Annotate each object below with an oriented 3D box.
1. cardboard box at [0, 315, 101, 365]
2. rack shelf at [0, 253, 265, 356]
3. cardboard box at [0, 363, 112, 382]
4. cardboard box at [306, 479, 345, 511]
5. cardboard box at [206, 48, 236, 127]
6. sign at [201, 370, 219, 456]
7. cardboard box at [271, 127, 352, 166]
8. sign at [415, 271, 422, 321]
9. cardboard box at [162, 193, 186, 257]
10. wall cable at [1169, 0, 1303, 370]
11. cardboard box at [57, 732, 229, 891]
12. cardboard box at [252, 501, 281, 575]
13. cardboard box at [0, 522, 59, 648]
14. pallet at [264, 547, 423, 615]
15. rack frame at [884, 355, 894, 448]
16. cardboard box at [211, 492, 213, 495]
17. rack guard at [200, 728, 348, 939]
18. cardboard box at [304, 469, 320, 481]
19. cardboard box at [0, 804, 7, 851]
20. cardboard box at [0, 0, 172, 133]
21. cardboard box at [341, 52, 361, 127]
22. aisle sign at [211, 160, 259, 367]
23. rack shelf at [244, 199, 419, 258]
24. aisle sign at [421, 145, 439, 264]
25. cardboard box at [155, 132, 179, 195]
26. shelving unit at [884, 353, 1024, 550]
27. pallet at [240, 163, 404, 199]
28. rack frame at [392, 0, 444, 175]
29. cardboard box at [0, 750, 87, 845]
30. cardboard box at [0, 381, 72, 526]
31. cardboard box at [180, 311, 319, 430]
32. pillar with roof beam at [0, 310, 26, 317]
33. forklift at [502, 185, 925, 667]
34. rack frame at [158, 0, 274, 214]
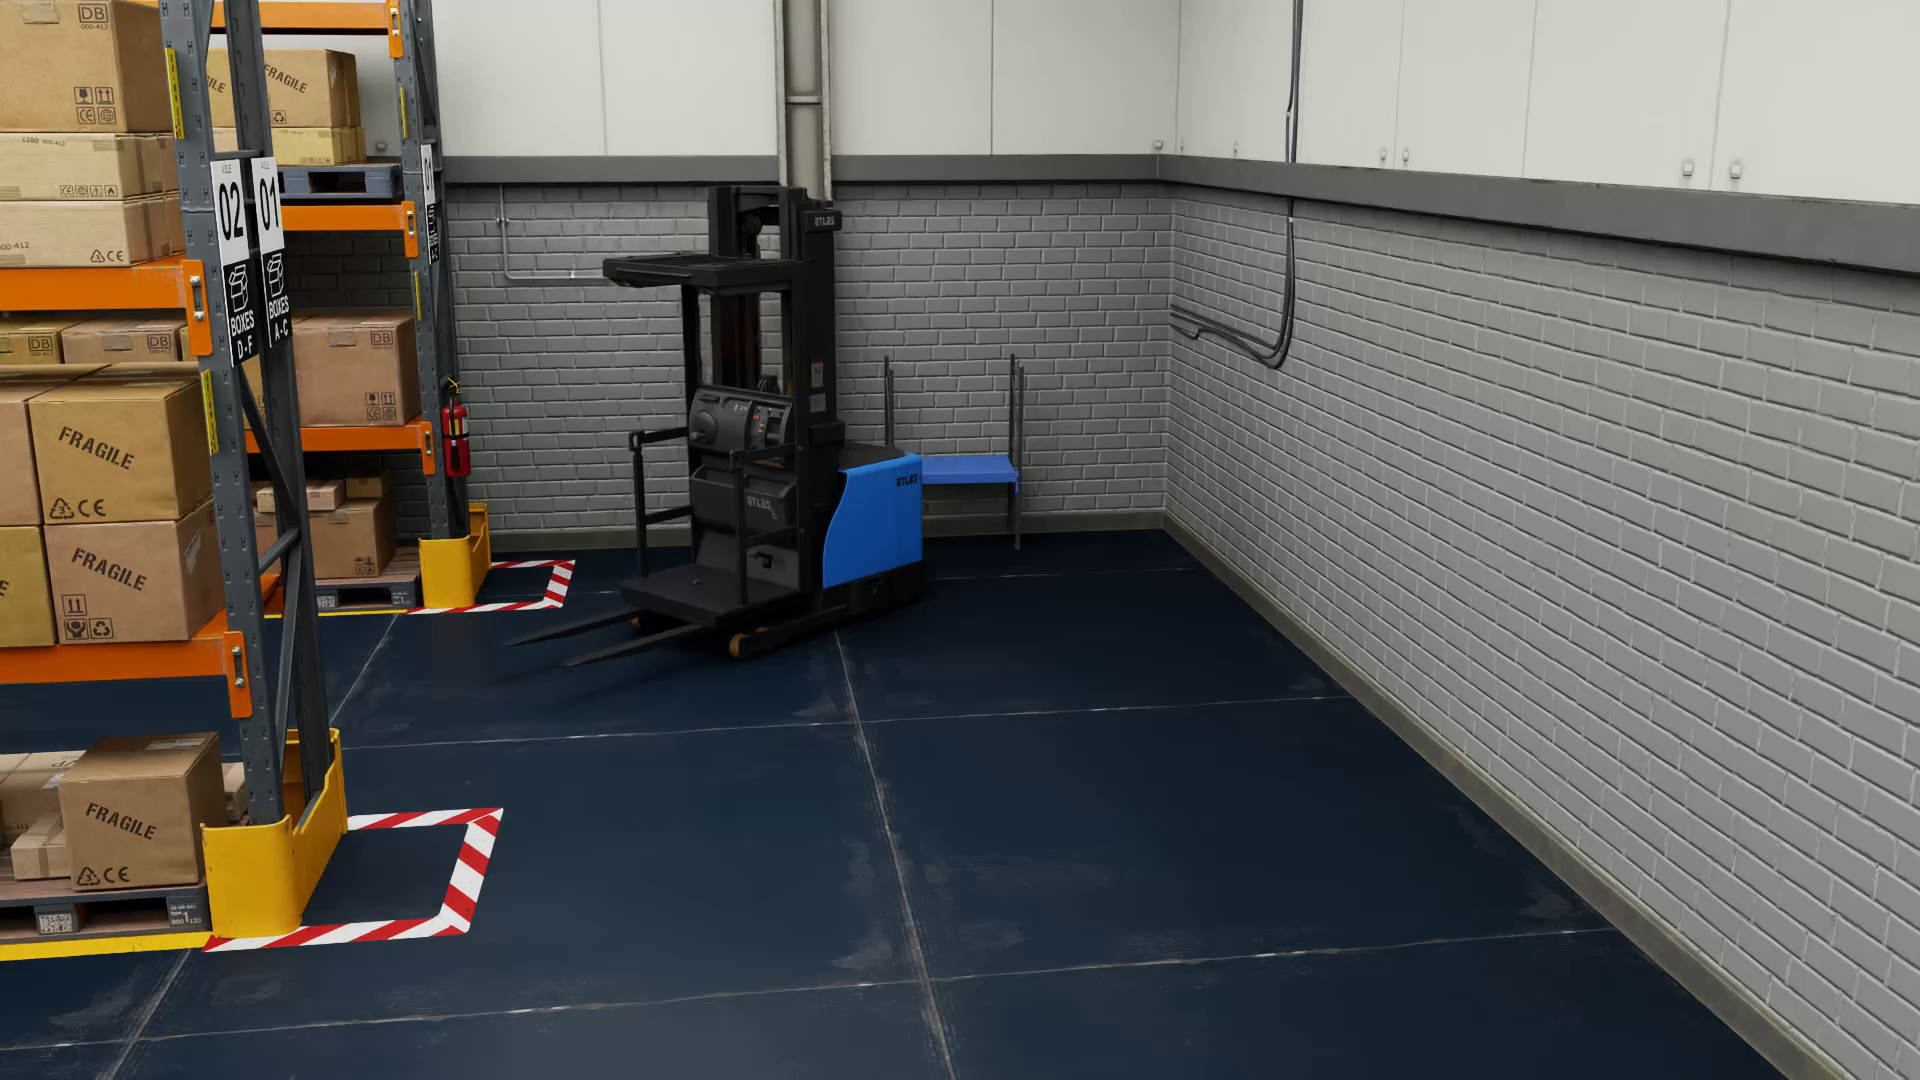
[{"bbox_3d":[-6.437,-1.152,11.531,0.700,0.700,0.980,-2,14,-10],"label":"cardboard box"},{"bbox_3d":[-4.979,-0.952,6.665,4.000,0.370,1.077,-2,14,-8],"label":"rack shelf"},{"bbox_3d":[-3.995,-0.479,7.204,0.500,0.500,0.500,-2,14,-8],"label":"cardboard box"},{"bbox_3d":[-4.520,-0.318,11.766,0.250,0.149,0.380,-2,14,-9],"label":"cardboard box"},{"bbox_3d":[-4.923,-3.001,11.052,0.500,0.500,0.500,-2,14,-7],"label":"cardboard box"},{"bbox_3d":[-2.938,-0.499,6.517,0.005,0.325,0.100,-2,14,-8],"label":"sign"},{"bbox_3d":[-4.428,-2.654,11.212,0.500,0.250,0.500,-2,14,-7],"label":"cardboard box"},{"bbox_3d":[-3.676,-1.656,11.290,0.005,0.325,0.100,-2,14,-8],"label":"sign"},{"bbox_3d":[-3.547,-1.343,7.054,0.500,0.250,0.500,-2,14,-8],"label":"cardboard box"},{"bbox_3d":[1.903,-2.633,12.105,0.112,2.526,3.097,-2,14,-8],"label":"wall cable"},{"bbox_3d":[-3.502,1.159,7.167,0.500,0.500,0.500,-2,14,-8],"label":"cardboard box"},{"bbox_3d":[-4.915,-0.034,11.966,0.500,0.500,0.700,-2,14,-8],"label":"cardboard box"},{"bbox_3d":[-3.916,0.134,6.815,0.500,0.500,0.500,-2,14,-8],"label":"cardboard box"},{"bbox_3d":[-4.522,0.290,12.131,1.213,0.211,1.003,-2,14,-8],"label":"pallet"},{"bbox_3d":[-0.565,-0.682,13.277,0.032,1.500,0.500,-2,19,-7],"label":"rack frame"},{"bbox_3d":[-3.479,-0.015,7.408,0.500,0.500,0.500,-2,14,-7],"label":"cardboard box"},{"bbox_3d":[-3.076,1.296,7.524,0.348,0.500,1.175,-2,14,-8],"label":"rack guard"},{"bbox_3d":[-4.827,-0.401,12.095,0.250,0.149,0.380,-2,14,-8],"label":"cardboard box"},{"bbox_3d":[-4.446,1.308,7.089,0.500,0.250,0.500,-2,14,-8],"label":"cardboard box"},{"bbox_3d":[-3.507,-1.885,6.643,0.500,0.500,0.700,-2,14,-8],"label":"cardboard box"},{"bbox_3d":[-4.501,-3.140,11.607,0.500,0.500,0.500,-3,14,-10],"label":"cardboard box"},{"bbox_3d":[-2.888,-1.108,6.631,0.004,0.787,0.394,-2,14,-8],"label":"aisle sign"},{"bbox_3d":[-5.721,-2.144,11.416,4.000,0.370,1.077,-2,14,-8],"label":"rack shelf"},{"bbox_3d":[-3.627,-2.302,11.389,0.004,0.787,0.394,-2,14,-8],"label":"aisle sign"},{"bbox_3d":[-3.548,-1.587,6.999,0.500,0.250,0.500,-2,14,-8],"label":"cardboard box"},{"bbox_3d":[-0.060,-0.697,13.337,1.048,1.500,0.538,-2,19,-7],"label":"shelving unit"},{"bbox_3d":[-4.475,-2.493,11.511,1.213,0.211,1.003,-2,14,-8],"label":"pallet"},{"bbox_3d":[-3.743,-4.020,11.252,0.127,3.000,1.000,-2,14,-8],"label":"rack frame"},{"bbox_3d":[-4.076,1.171,7.634,0.500,0.250,0.500,-2,14,-8],"label":"cardboard box"},{"bbox_3d":[-3.900,-0.351,6.696,0.500,0.500,0.500,-2,14,-7],"label":"cardboard box"},{"bbox_3d":[-4.964,-1.206,11.747,0.700,0.700,0.980,-2,14,-9],"label":"cardboard box"},{"bbox_3d":[-6.494,-3.073,7.476,0.400,9.000,9.100,-2,14,-8],"label":"pillar with roof beam"},{"bbox_3d":[-1.592,-0.792,10.856,1.130,2.935,3.031,12,18,39],"label":"forklift"},{"bbox_3d":[-3.001,-2.829,6.502,0.127,3.000,1.000,-2,14,-8],"label":"rack frame"}]
